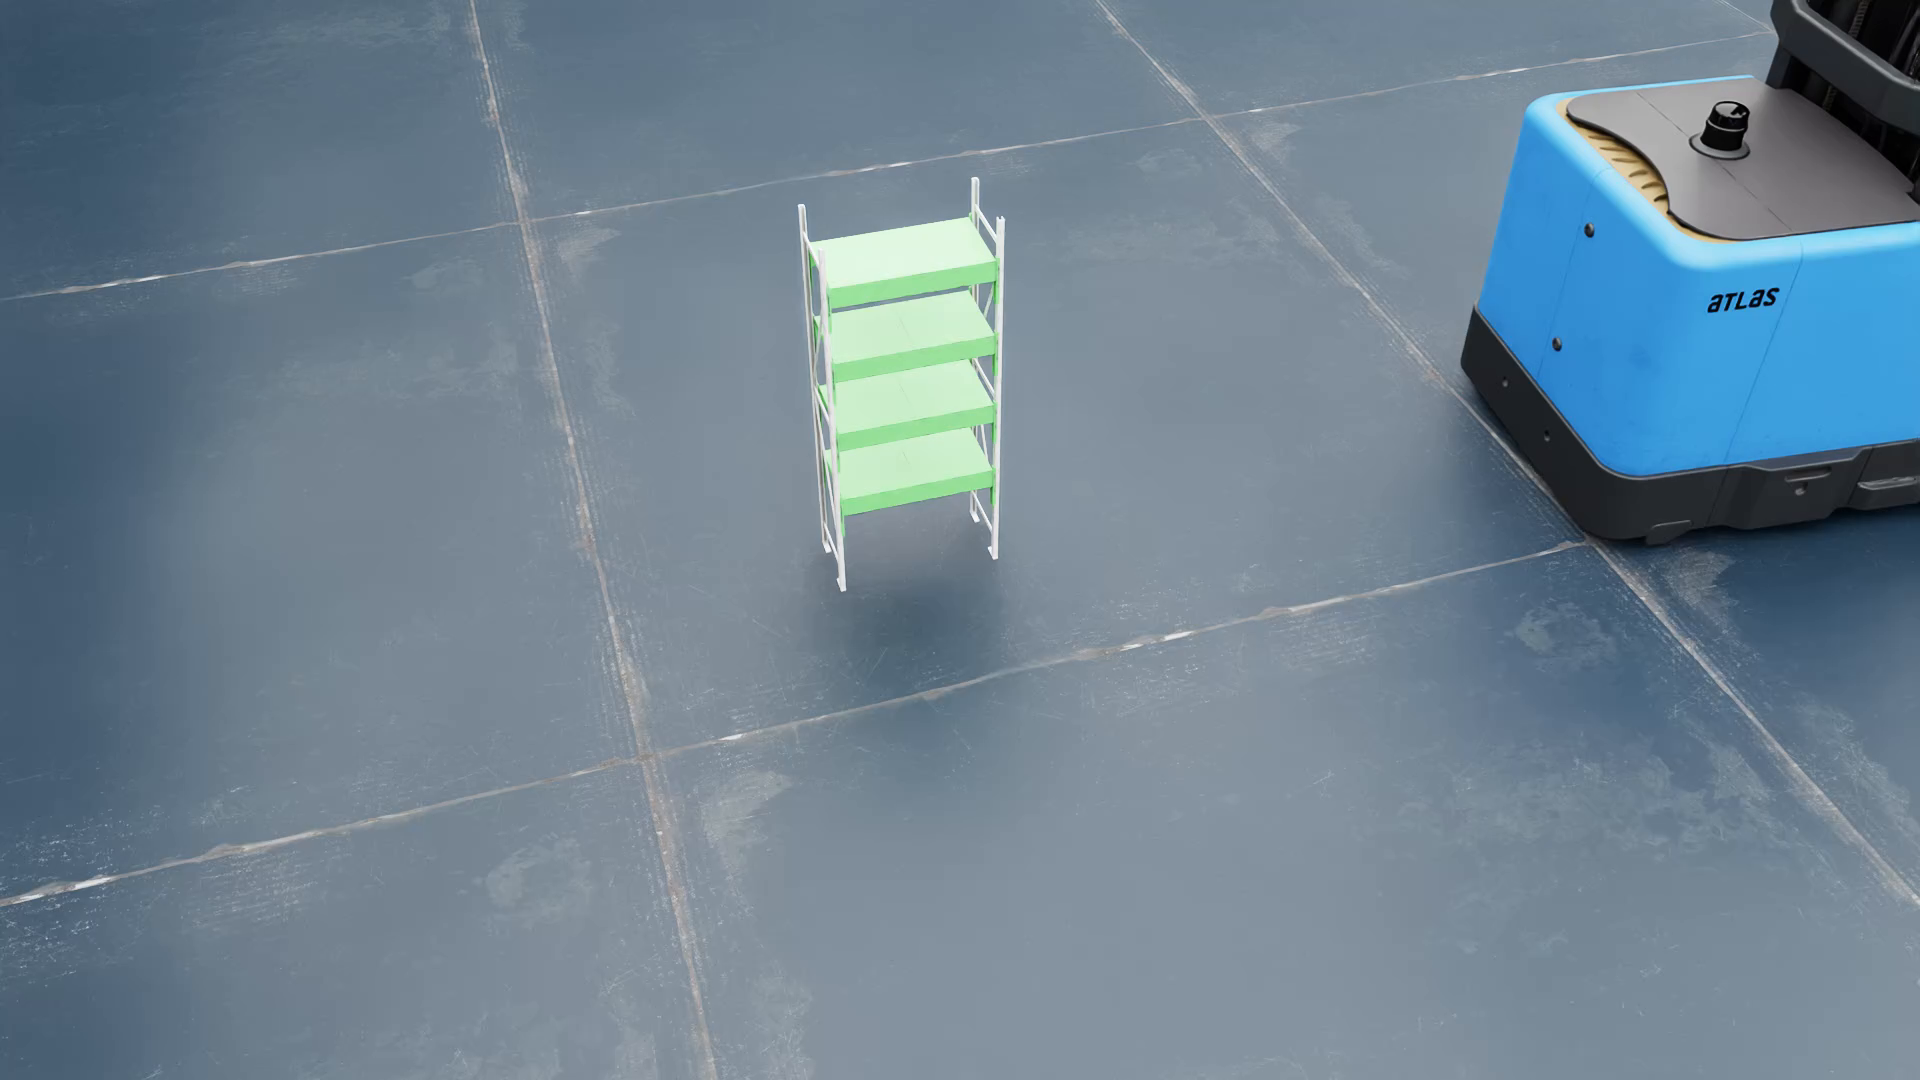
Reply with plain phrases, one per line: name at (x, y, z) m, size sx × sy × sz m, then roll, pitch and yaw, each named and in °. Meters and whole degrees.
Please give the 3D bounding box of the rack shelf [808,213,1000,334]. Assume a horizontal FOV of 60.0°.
rack shelf at (-0.158, -0.733, 4.544) m, size 0.480 × 0.148 × 0.258 m, roll -12°, pitch 42°, yaw -13°

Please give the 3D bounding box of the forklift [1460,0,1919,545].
forklift at (3.328, -1.578, 4.828) m, size 3.031 × 2.935 × 1.130 m, roll -8°, pitch 42°, yaw -9°

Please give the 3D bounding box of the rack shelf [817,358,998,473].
rack shelf at (-0.158, -0.371, 4.860) m, size 0.480 × 0.148 × 0.258 m, roll -12°, pitch 42°, yaw -13°

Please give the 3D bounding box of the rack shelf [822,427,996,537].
rack shelf at (-0.158, -0.190, 5.018) m, size 0.480 × 0.148 × 0.258 m, roll -12°, pitch 42°, yaw -13°

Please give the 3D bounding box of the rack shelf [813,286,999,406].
rack shelf at (-0.158, -0.552, 4.702) m, size 0.480 × 0.148 × 0.258 m, roll -12°, pitch 42°, yaw -13°

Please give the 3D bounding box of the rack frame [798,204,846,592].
rack frame at (-0.391, -0.371, 4.763) m, size 0.015 × 1.200 × 0.240 m, roll -12°, pitch 42°, yaw -13°

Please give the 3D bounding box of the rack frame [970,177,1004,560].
rack frame at (0.075, -0.467, 4.873) m, size 0.015 × 1.200 × 0.240 m, roll -12°, pitch 42°, yaw -13°

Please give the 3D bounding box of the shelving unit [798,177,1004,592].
shelving unit at (-0.158, -0.419, 4.818) m, size 0.503 × 1.200 × 0.258 m, roll -12°, pitch 42°, yaw -13°
